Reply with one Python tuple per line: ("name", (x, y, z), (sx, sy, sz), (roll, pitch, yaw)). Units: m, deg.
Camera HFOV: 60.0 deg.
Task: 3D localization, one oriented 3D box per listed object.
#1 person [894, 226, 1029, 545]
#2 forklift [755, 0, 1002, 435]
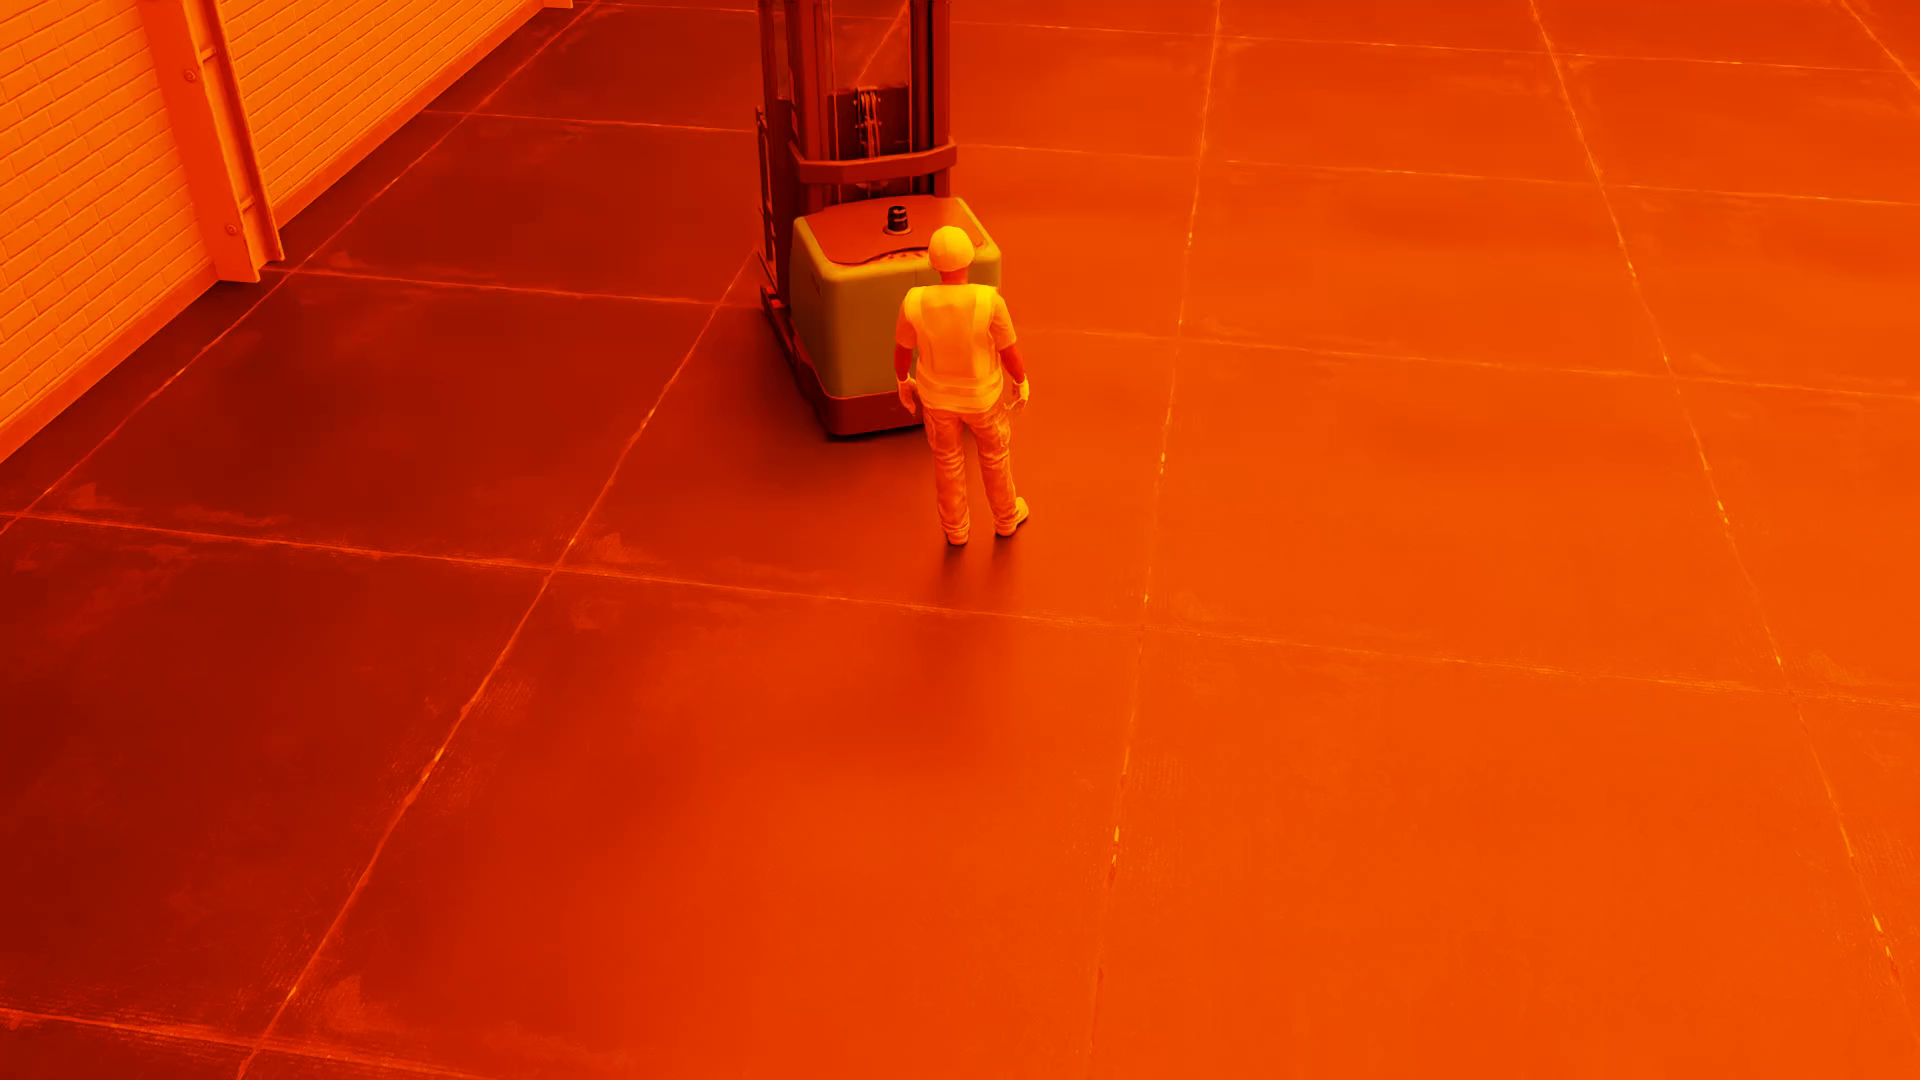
("person", (0.020, -0.776, 8.256), (0.657, 1.785, 0.575), (5, 35, 8))
("forklift", (-0.667, -2.637, 9.925), (1.130, 2.935, 3.031), (-10, 36, -14))
